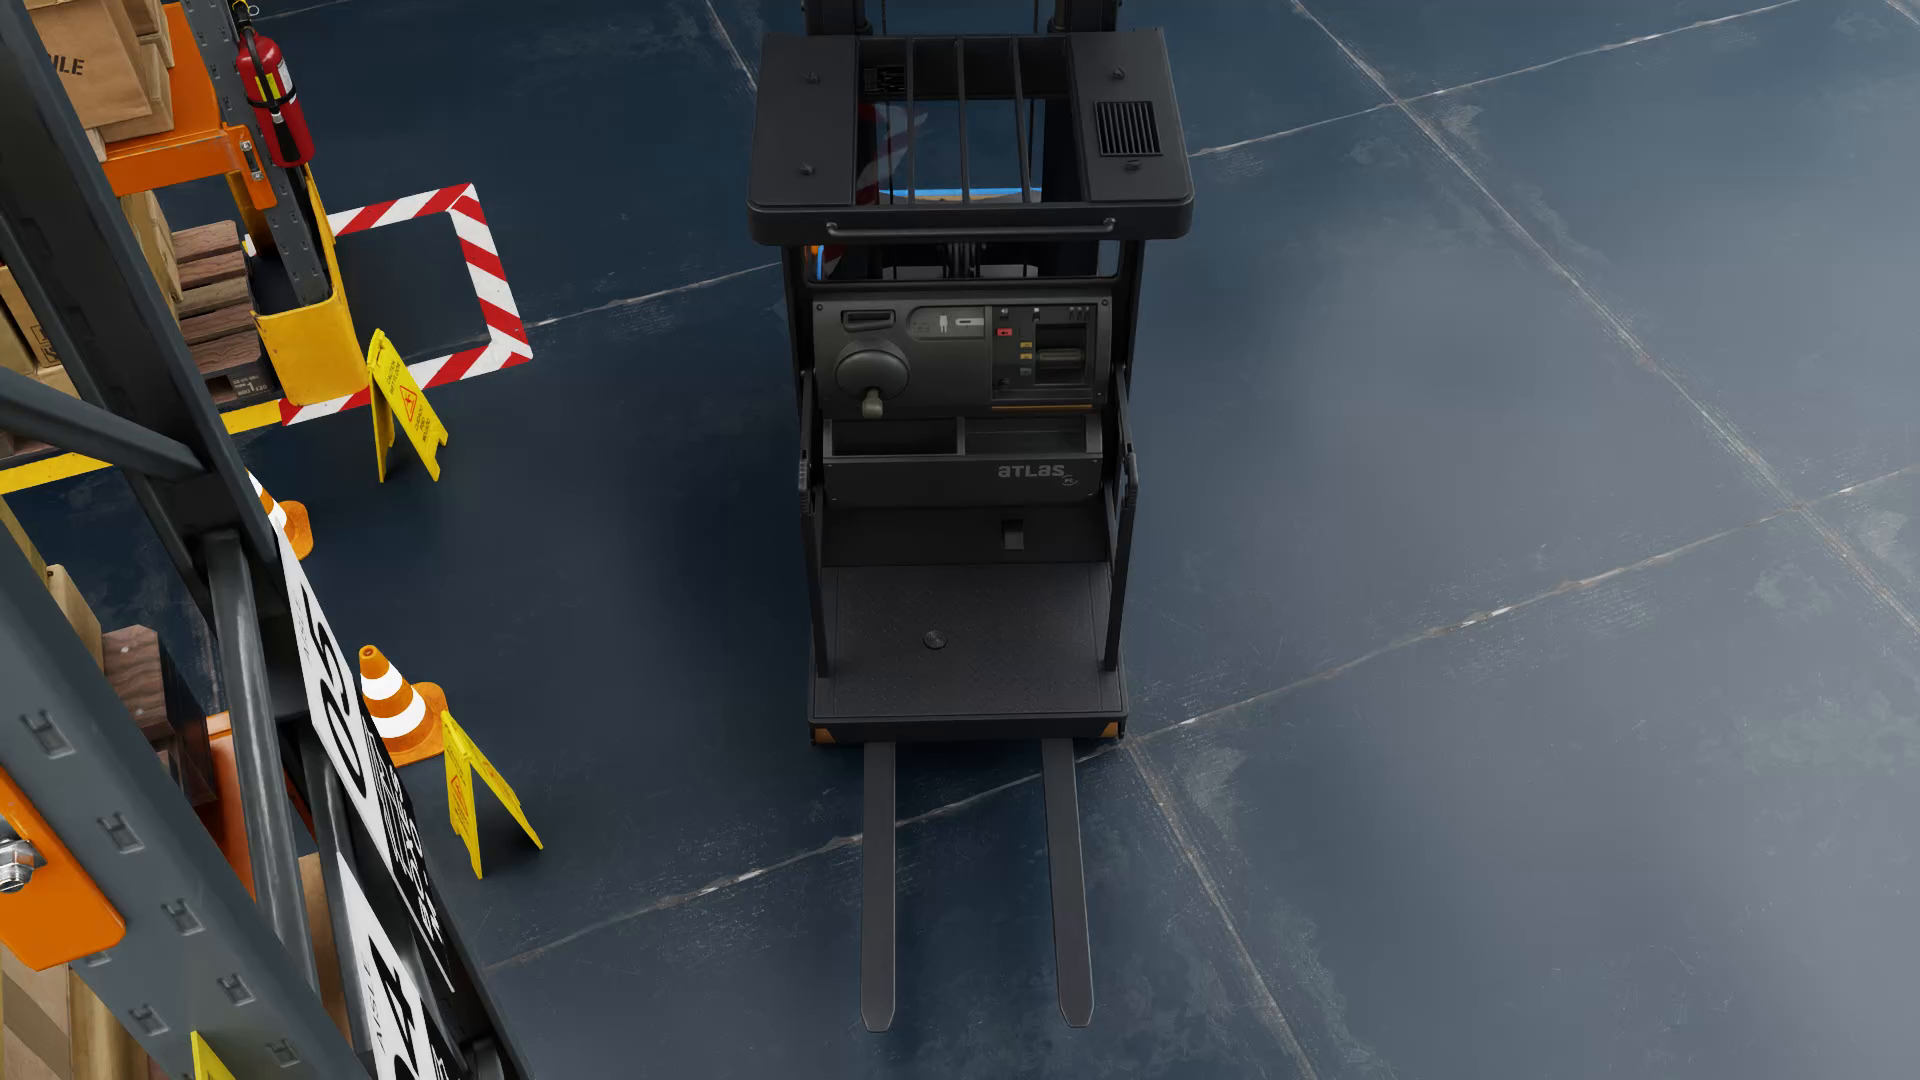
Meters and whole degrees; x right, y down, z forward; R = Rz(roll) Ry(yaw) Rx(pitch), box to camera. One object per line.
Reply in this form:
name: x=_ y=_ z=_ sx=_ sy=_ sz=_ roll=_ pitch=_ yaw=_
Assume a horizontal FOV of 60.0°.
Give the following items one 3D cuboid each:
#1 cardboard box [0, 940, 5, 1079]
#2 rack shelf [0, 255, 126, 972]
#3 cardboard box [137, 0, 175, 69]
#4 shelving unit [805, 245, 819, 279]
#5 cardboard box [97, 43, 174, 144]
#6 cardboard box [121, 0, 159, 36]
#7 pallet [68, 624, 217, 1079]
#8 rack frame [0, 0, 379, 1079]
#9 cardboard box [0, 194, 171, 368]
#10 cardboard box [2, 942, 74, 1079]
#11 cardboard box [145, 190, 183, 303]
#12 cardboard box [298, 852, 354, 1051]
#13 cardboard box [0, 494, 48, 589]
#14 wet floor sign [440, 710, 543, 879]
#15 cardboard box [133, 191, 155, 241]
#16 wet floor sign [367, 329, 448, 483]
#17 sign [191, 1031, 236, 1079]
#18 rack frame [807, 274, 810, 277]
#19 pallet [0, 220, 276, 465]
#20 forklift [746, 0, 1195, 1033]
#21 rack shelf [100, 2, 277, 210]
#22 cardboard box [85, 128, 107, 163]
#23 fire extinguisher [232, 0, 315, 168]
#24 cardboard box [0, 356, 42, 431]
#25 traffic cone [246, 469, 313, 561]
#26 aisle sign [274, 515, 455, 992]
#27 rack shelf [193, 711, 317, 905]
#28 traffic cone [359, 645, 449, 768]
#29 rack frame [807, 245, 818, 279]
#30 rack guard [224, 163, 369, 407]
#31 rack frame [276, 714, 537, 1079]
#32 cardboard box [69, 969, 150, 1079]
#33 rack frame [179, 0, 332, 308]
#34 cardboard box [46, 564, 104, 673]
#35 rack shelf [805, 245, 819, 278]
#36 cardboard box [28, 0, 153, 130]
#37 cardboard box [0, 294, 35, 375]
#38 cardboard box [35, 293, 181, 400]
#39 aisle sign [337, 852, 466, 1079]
cardboard box: x=-1.055 y=0.447 z=1.550 sx=0.250 sy=0.149 sz=0.380 roll=-17 pitch=51 yaw=-14
rack shelf: x=-2.723 y=0.420 z=1.036 sx=4.000 sy=0.370 sz=1.077 roll=-17 pitch=52 yaw=-14
cardboard box: x=-3.229 y=-1.977 z=6.477 sx=0.250 sy=0.149 sz=0.380 roll=-17 pitch=51 yaw=-14
shelving unit: x=-0.535 y=-1.172 z=6.889 sx=0.215 sy=1.050 sz=0.252 roll=-8 pitch=42 yaw=-7
cardboard box: x=-3.102 y=-1.672 z=6.215 sx=0.250 sy=0.149 sz=0.380 roll=-16 pitch=51 yaw=-13
cardboard box: x=-3.380 y=-2.199 z=6.240 sx=0.500 sy=0.500 sz=0.500 roll=-18 pitch=52 yaw=-15
pallet: x=-1.554 y=0.708 z=2.086 sx=1.213 sy=0.211 sz=1.003 roll=-17 pitch=52 yaw=-14
rack frame: x=-0.871 y=-0.518 z=1.104 sx=0.127 sy=3.000 sz=1.000 roll=-17 pitch=52 yaw=-14
cardboard box: x=-3.480 y=-1.083 z=6.585 sx=0.500 sy=0.500 sz=0.500 roll=-17 pitch=51 yaw=-14
cardboard box: x=-1.219 y=0.579 z=1.700 sx=0.500 sy=0.250 sz=0.500 roll=-17 pitch=51 yaw=-14
cardboard box: x=-3.688 y=-1.215 z=7.192 sx=0.500 sy=0.250 sz=0.500 roll=-18 pitch=52 yaw=-15
cardboard box: x=-1.229 y=1.115 z=2.845 sx=0.550 sy=0.550 sz=0.875 roll=-17 pitch=52 yaw=-14
cardboard box: x=-1.415 y=0.200 z=2.025 sx=0.500 sy=0.250 sz=0.500 roll=-17 pitch=52 yaw=-14
wet floor sign: x=-1.593 y=0.805 z=5.474 sx=0.232 sy=0.644 sz=0.267 roll=-26 pitch=54 yaw=-20
cardboard box: x=-3.710 y=-1.452 z=6.902 sx=0.500 sy=0.500 sz=0.500 roll=-19 pitch=52 yaw=-15
wet floor sign: x=-2.256 y=-0.547 z=6.635 sx=0.232 sy=0.644 sz=0.267 roll=-2 pitch=49 yaw=-1
sign: x=-0.679 y=0.582 z=1.605 sx=0.005 sy=0.325 sz=0.100 roll=-17 pitch=52 yaw=-14
rack frame: x=-0.558 y=-1.252 z=6.979 sx=0.200 sy=1.050 sz=0.008 roll=-8 pitch=42 yaw=-7
pallet: x=-3.672 y=-0.872 z=7.201 sx=1.213 sy=0.211 sz=1.003 roll=-17 pitch=52 yaw=-14
forklift: x=0.016 y=-0.479 z=5.070 sx=1.130 sy=2.935 sz=3.031 roll=-1 pitch=49 yaw=-1
rack shelf: x=-4.688 y=-1.203 z=6.121 sx=4.000 sy=0.370 sz=1.077 roll=-17 pitch=52 yaw=-14
cardboard box: x=-3.294 y=-1.521 z=6.085 sx=0.250 sy=0.149 sz=0.380 roll=-18 pitch=52 yaw=-15
fire extinguisher: x=-2.556 y=-1.695 z=6.120 sx=0.183 sy=0.674 sz=0.296 roll=-17 pitch=52 yaw=-14
cardboard box: x=-3.966 y=-0.688 z=6.740 sx=0.500 sy=0.250 sz=0.500 roll=-17 pitch=51 yaw=-14
traffic cone: x=-2.747 y=-0.155 z=6.419 sx=0.334 sy=0.463 sz=0.336 roll=-17 pitch=52 yaw=-14
aisle sign: x=-0.919 y=0.359 z=2.592 sx=0.004 sy=0.787 sz=0.394 roll=-17 pitch=52 yaw=-14
rack shelf: x=-2.723 y=1.267 z=2.022 sx=4.000 sy=0.370 sz=1.077 roll=-17 pitch=52 yaw=-14
traffic cone: x=-2.012 y=0.527 z=5.833 sx=0.334 sy=0.463 sz=0.336 roll=-17 pitch=52 yaw=-14
rack frame: x=-0.512 y=-1.093 z=6.800 sx=0.200 sy=1.050 sz=0.008 roll=-8 pitch=42 yaw=-7
rack guard: x=-2.907 y=-1.175 z=7.270 sx=0.348 sy=0.500 sz=1.175 roll=-17 pitch=52 yaw=-14
rack frame: x=-0.871 y=1.437 z=3.380 sx=0.127 sy=3.000 sz=1.000 roll=-17 pitch=52 yaw=-14
cardboard box: x=-1.051 y=0.705 z=1.854 sx=0.250 sy=0.149 sz=0.380 roll=-17 pitch=52 yaw=-14
rack frame: x=-2.836 y=-2.011 z=6.340 sx=0.127 sy=3.000 sz=1.000 roll=-17 pitch=52 yaw=-14
cardboard box: x=-1.310 y=0.245 z=2.249 sx=0.250 sy=0.149 sz=0.380 roll=-17 pitch=51 yaw=-14
rack shelf: x=-0.535 y=-1.165 z=6.896 sx=0.215 sy=0.259 sz=0.240 roll=-8 pitch=42 yaw=-7
cardboard box: x=-3.235 y=-1.791 z=5.890 sx=0.500 sy=0.500 sz=0.500 roll=-18 pitch=52 yaw=-15
cardboard box: x=-3.961 y=-0.931 z=6.455 sx=0.500 sy=0.500 sz=0.500 roll=-15 pitch=51 yaw=-13
cardboard box: x=-3.505 y=-0.824 z=6.857 sx=0.500 sy=0.250 sz=0.500 roll=-17 pitch=52 yaw=-14
aisle sign: x=-0.692 y=0.780 z=2.230 sx=0.004 sy=0.787 sz=0.394 roll=-17 pitch=52 yaw=-14
